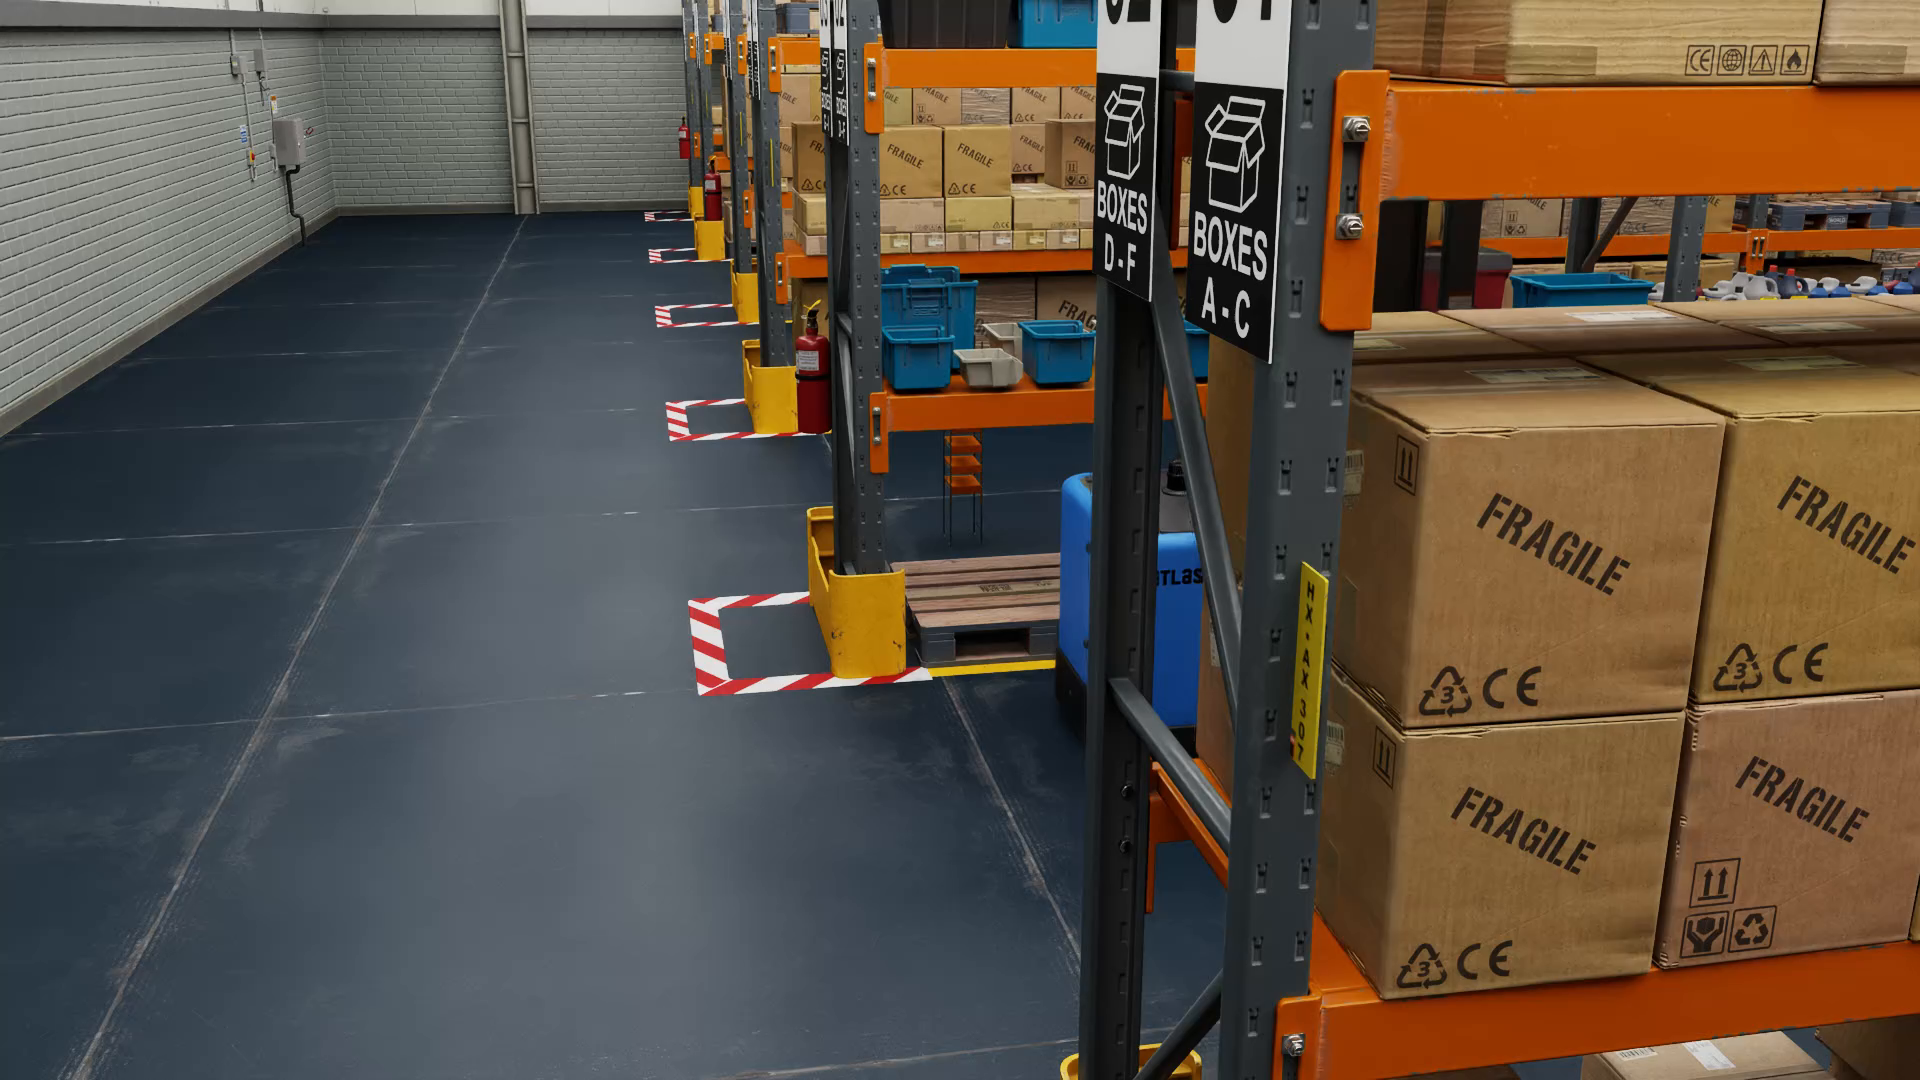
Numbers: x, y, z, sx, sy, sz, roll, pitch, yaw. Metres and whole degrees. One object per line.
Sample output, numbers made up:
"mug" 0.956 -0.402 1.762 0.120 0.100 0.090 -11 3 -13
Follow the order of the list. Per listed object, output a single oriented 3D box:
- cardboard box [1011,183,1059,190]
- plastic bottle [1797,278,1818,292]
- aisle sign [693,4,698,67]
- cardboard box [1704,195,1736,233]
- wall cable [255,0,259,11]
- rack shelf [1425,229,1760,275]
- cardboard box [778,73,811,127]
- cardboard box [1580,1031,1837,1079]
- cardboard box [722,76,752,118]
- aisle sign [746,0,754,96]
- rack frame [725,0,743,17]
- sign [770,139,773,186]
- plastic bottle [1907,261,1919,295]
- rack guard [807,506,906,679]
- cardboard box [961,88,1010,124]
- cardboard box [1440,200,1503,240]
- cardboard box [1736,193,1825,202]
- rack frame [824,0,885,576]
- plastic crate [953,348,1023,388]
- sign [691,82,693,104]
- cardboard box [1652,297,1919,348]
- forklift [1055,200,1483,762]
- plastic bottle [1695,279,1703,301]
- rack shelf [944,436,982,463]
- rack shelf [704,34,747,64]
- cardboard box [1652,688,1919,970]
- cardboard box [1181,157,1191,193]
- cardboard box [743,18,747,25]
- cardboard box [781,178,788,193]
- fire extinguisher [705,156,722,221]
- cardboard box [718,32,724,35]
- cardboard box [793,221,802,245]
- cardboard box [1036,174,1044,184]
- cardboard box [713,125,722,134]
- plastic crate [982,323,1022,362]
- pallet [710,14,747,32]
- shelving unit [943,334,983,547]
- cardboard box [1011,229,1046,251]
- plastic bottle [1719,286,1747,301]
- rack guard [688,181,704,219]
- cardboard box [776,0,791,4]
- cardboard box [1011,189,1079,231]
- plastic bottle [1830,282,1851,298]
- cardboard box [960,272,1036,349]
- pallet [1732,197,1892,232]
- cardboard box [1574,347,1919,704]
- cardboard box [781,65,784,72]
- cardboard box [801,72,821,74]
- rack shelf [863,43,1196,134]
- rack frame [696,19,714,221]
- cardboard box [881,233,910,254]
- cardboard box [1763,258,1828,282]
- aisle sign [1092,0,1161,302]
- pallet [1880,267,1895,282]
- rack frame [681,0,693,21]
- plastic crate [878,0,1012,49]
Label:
"cardboard box" 0.493 -2.657 13.104 0.500 0.250 0.500 -3 17 -10
"plastic bottle" 4.605 -1.296 9.134 0.135 0.276 0.152 -3 17 -10
"aisle sign" -3.451 -6.582 21.704 0.004 0.787 0.394 -3 17 -10
"cardboard box" 5.976 -2.791 13.620 0.500 0.500 0.500 -3 17 -9
"wall cable" -8.993 -7.940 20.337 0.029 3.000 2.355 -3 17 -10
"rack shelf" 4.450 -2.387 13.700 4.000 0.370 1.077 -3 17 -10
"cardboard box" -1.792 -4.449 16.807 0.500 0.500 0.500 -3 17 -11
"cardboard box" 1.860 1.418 4.021 0.500 0.250 0.500 -3 17 -10
"cardboard box" -2.796 -5.724 21.466 0.500 0.500 0.500 -4 17 -12
"aisle sign" -1.569 -3.722 12.393 0.004 0.787 0.394 -3 17 -10
"rack frame" -2.283 -6.700 16.299 0.127 3.000 1.000 -3 17 -10
"sign" -1.342 -2.688 11.845 0.005 0.325 0.100 -3 17 -10
"plastic bottle" 5.348 -1.375 9.264 0.185 0.351 0.144 -3 17 -10
"rack guard" -0.523 0.231 8.208 0.348 0.500 1.175 -3 17 -10
"cardboard box" 0.222 -4.564 17.183 0.500 0.500 0.500 -3 17 -9
"cardboard box" 3.970 -2.677 13.248 0.500 0.500 0.500 -4 17 -12
"cardboard box" 6.936 -3.132 14.016 0.500 0.500 0.500 -5 18 -17
"rack frame" -0.502 -0.969 7.857 0.127 3.000 1.000 -3 17 -10
"plastic crate" 0.134 -0.784 7.604 0.298 0.136 0.250 -3 17 -10
"sign" -4.163 -6.942 25.829 0.005 0.325 0.100 -3 17 -10
"cardboard box" 1.823 -0.229 3.576 0.500 0.500 0.500 -3 17 -9
"forklift" 1.985 -0.597 6.765 3.031 2.935 1.130 -3 17 -10
"plastic bottle" 3.970 -1.277 9.060 0.133 0.283 0.061 -3 17 -10
"rack shelf" 0.014 -0.532 9.651 0.180 0.103 0.258 -3 17 -10
"rack shelf" -1.358 -6.455 21.835 4.000 0.370 1.077 -3 17 -10
"cardboard box" 1.426 0.432 3.125 0.500 0.500 0.500 -3 17 -11
"cardboard box" 1.593 -2.919 12.678 0.500 0.500 0.500 -3 17 -10
"cardboard box" -3.284 -8.169 25.939 0.500 0.250 0.500 -3 17 -9
"cardboard box" -1.903 -3.636 16.968 0.250 0.149 0.380 -3 17 -11
"fire extinguisher" -2.618 -3.736 17.633 0.183 0.674 0.296 -3 17 -10
"cardboard box" -3.657 -7.971 25.974 0.250 0.149 0.380 -3 17 -9
"cardboard box" -1.154 -2.391 12.917 0.250 0.149 0.380 -3 17 -9
"cardboard box" 0.902 -3.808 17.529 0.250 0.149 0.380 -3 17 -8
"cardboard box" -3.892 -6.503 26.304 0.250 0.149 0.380 -3 17 -11
"plastic crate" 0.265 -0.969 8.205 0.243 0.136 0.396 -3 17 -10
"pallet" -2.595 -6.689 21.524 1.213 0.211 1.003 -3 17 -10
"shelving unit" 0.014 -0.574 9.638 0.189 1.200 0.258 -3 17 -10
"cardboard box" 0.480 -2.287 12.578 0.250 0.149 0.380 -4 17 -12
"plastic bottle" 3.872 -1.097 8.357 0.185 0.351 0.144 -3 17 -10
"rack guard" -4.192 -5.494 26.846 0.348 0.500 1.175 -3 17 -10
"cardboard box" -1.793 -5.383 16.526 0.500 0.250 0.500 -3 17 -10
"cardboard box" 0.596 -2.505 12.606 0.500 0.250 0.500 -4 17 -12
"plastic bottle" 4.779 -1.266 9.045 0.097 0.271 0.097 0 17 0
"cardboard box" 0.065 -1.691 13.113 0.875 0.875 0.875 -3 17 -10
"pallet" 7.093 -2.821 14.214 1.003 0.211 1.213 -3 17 -10
"cardboard box" 1.432 -0.047 2.981 0.500 0.500 0.500 -3 17 -10
"cardboard box" -2.399 -6.046 21.409 0.250 0.149 0.380 -3 17 -9
"cardboard box" -1.383 -4.626 17.383 0.500 0.500 0.500 -4 17 -12
"rack shelf" 1.462 -2.170 7.885 4.000 0.370 1.077 -3 17 -10
"rack frame" -3.321 -5.254 21.807 0.127 3.000 1.000 -3 17 -10
"cardboard box" -0.527 -2.230 12.392 0.250 0.149 0.380 -4 17 -12
"cardboard box" 7.066 -2.262 14.299 0.500 0.250 0.500 -3 17 -8
"aisle sign" 0.309 -0.868 3.101 0.004 0.787 0.394 -3 17 -10
"pallet" 10.261 -3.187 19.830 1.213 0.211 1.003 -3 17 -10
"rack frame" -4.267 -9.552 25.585 0.127 3.000 1.000 -3 17 -10
"plastic crate" -0.071 -2.281 7.245 0.590 0.269 0.497 -3 17 -10
